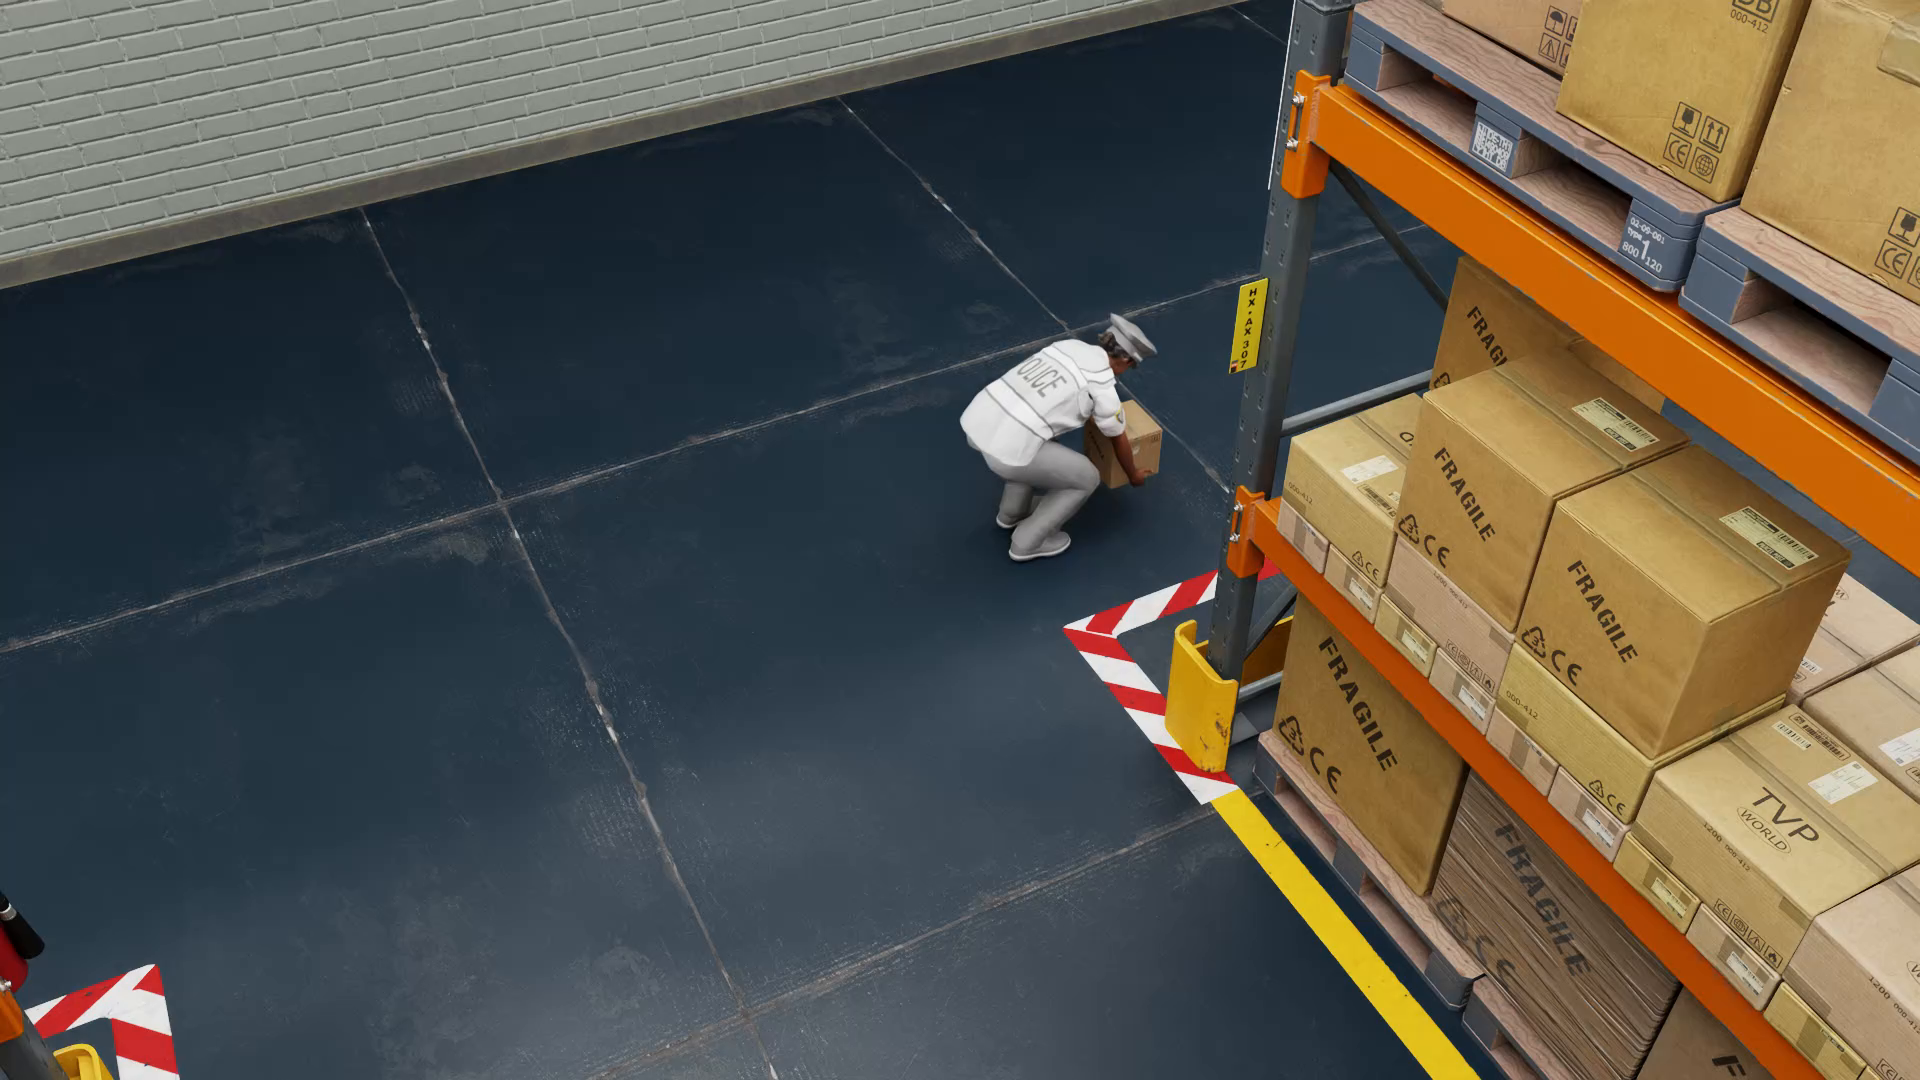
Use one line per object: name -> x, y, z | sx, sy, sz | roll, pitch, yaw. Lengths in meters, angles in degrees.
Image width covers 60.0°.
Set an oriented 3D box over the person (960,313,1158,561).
person -> 0.440, -0.439, 7.176 | 0.916, 0.979, 0.457 | -21, 46, -22
